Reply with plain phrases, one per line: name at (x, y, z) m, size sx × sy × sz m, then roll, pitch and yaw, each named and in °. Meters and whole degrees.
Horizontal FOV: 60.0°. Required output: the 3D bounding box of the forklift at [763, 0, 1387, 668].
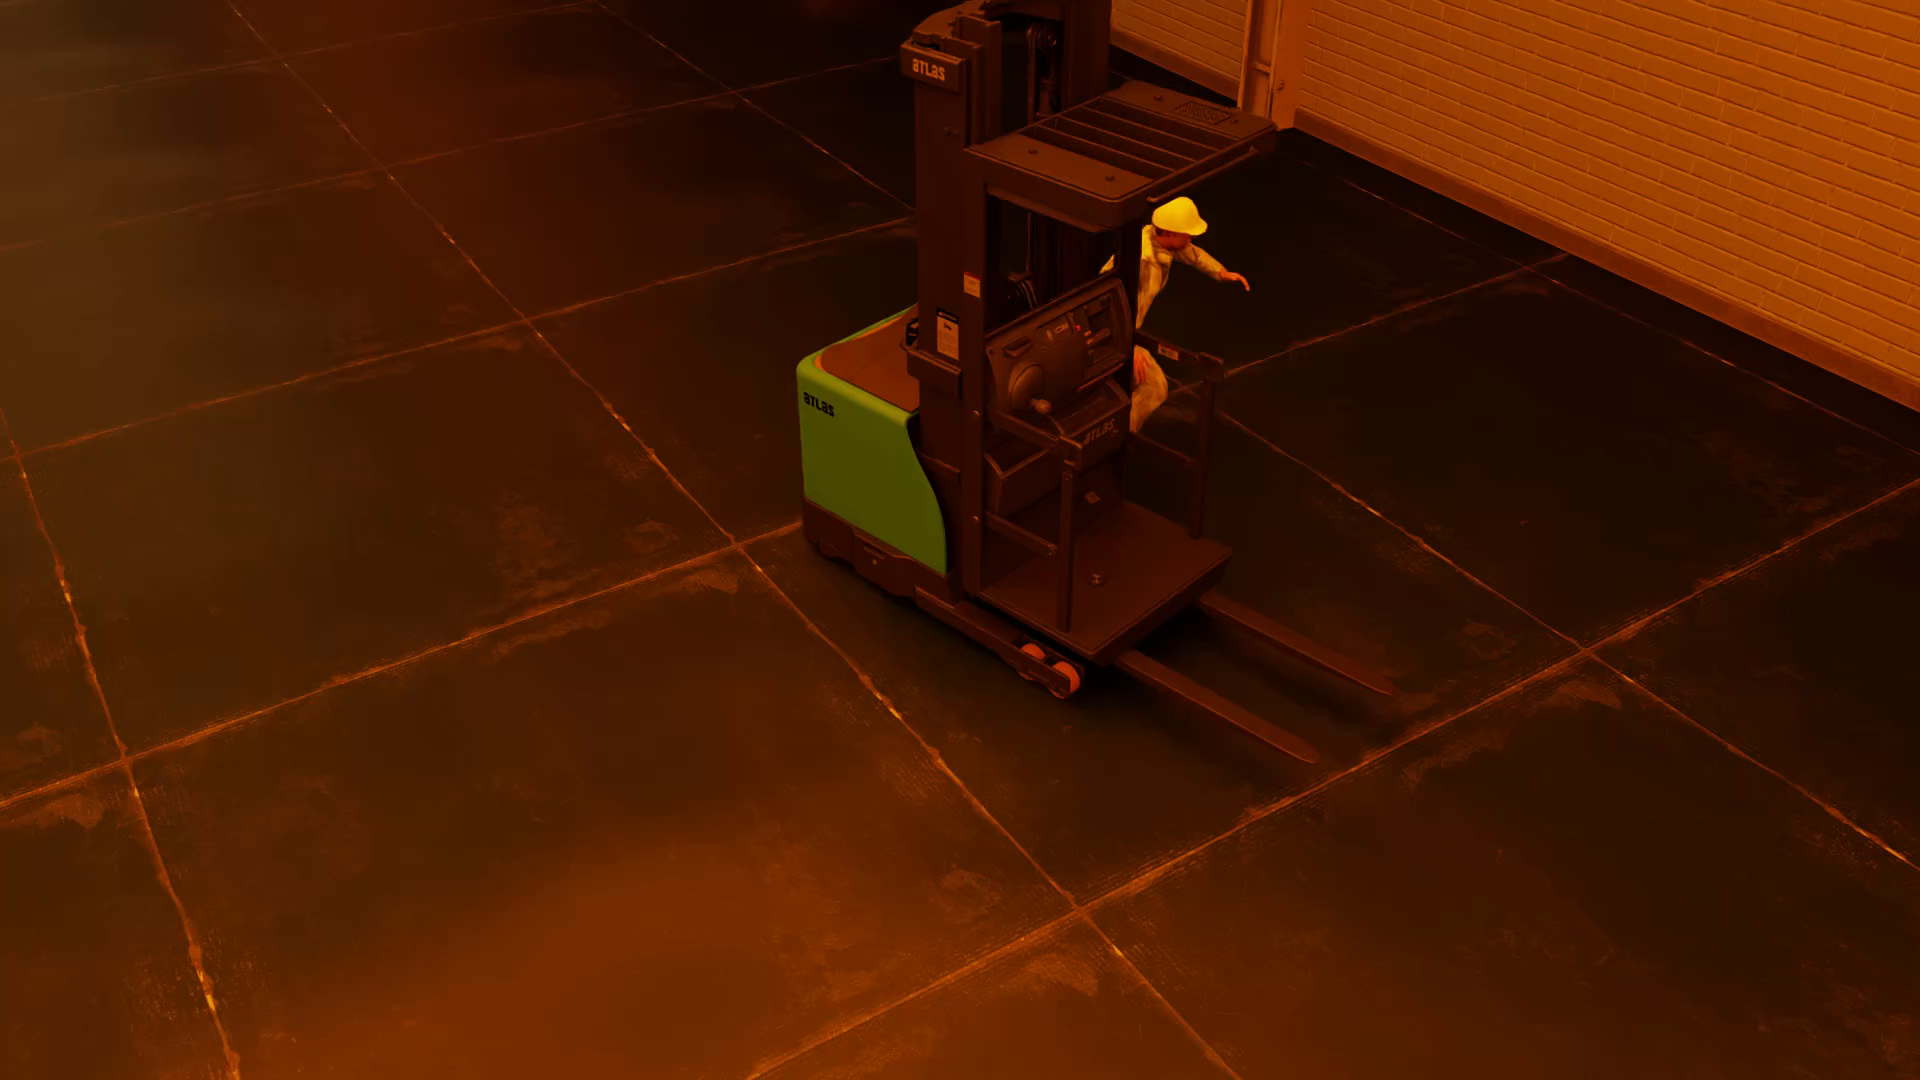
forklift at (0.561, -1.034, 7.619) m, size 3.031 × 2.935 × 1.130 m, roll 18°, pitch 39°, yaw 23°

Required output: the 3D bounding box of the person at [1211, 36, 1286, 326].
person at (1.807, -2.246, 10.352) m, size 0.360 × 1.776 × 0.529 m, roll 15°, pitch 38°, yaw 20°
